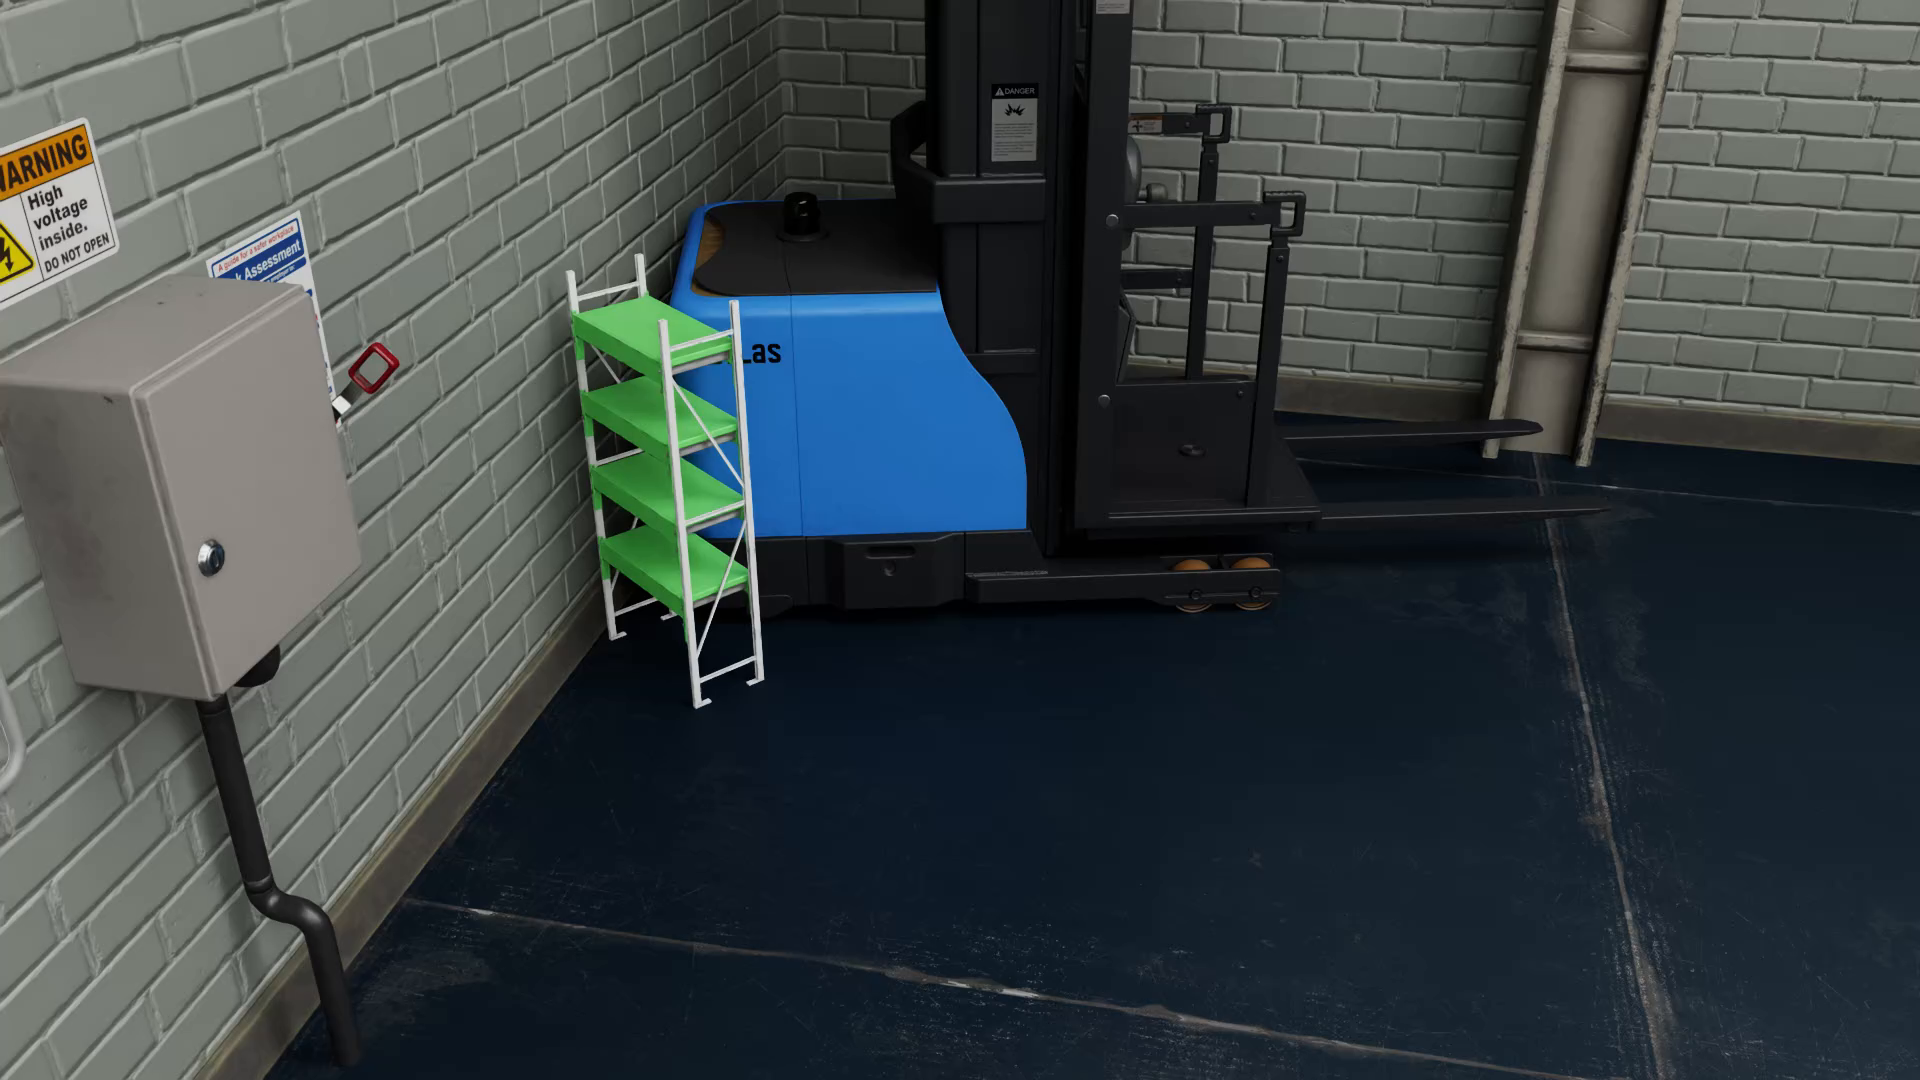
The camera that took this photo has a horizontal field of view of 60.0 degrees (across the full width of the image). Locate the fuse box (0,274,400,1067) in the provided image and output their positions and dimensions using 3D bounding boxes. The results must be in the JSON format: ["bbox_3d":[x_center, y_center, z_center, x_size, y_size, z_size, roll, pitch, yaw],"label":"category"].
[{"bbox_3d":[-1.314,0.380,3.273,0.414,1.711,0.539,6,29,11],"label":"fuse box"}]

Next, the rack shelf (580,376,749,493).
[{"bbox_3d":[-0.841,-0.317,4.713,0.258,0.148,0.480,-22,36,-34],"label":"rack shelf"}]

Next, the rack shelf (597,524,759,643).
[{"bbox_3d":[-0.841,0.104,4.944,0.258,0.148,0.480,-22,36,-34],"label":"rack shelf"}]

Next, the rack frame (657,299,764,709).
[{"bbox_3d":[-0.684,-0.073,4.635,0.240,1.200,0.015,-22,36,-34],"label":"rack frame"}]

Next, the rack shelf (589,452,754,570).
[{"bbox_3d":[-0.841,-0.107,4.829,0.258,0.148,0.480,-22,36,-34],"label":"rack shelf"}]

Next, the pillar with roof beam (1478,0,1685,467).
[{"bbox_3d":[1.310,-2.293,0.568,0.400,9.000,9.100,6,29,11],"label":"pillar with roof beam"}]

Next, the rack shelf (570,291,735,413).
[{"bbox_3d":[-0.841,-0.528,4.598,0.258,0.148,0.480,-22,36,-34],"label":"rack shelf"}]

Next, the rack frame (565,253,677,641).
[{"bbox_3d":[-0.999,-0.252,4.961,0.240,1.200,0.015,-22,36,-34],"label":"rack frame"}]

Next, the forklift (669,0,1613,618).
[{"bbox_3d":[0.622,-1.306,5.084,3.031,2.935,1.130,-2,29,-4],"label":"forklift"}]

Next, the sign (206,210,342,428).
[{"bbox_3d":[-1.413,-0.396,3.448,0.001,0.494,0.329,6,29,11],"label":"sign"}]

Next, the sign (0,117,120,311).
[{"bbox_3d":[-1.528,-0.542,2.756,0.001,0.242,0.339,6,29,11],"label":"sign"}]

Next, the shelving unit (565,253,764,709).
[{"bbox_3d":[-0.841,-0.163,4.798,0.258,1.200,0.503,-22,36,-34],"label":"shelving unit"}]

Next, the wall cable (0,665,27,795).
[{"bbox_3d":[-1.610,-0.326,2.163,0.122,1.984,0.588,6,29,11],"label":"wall cable"}]
